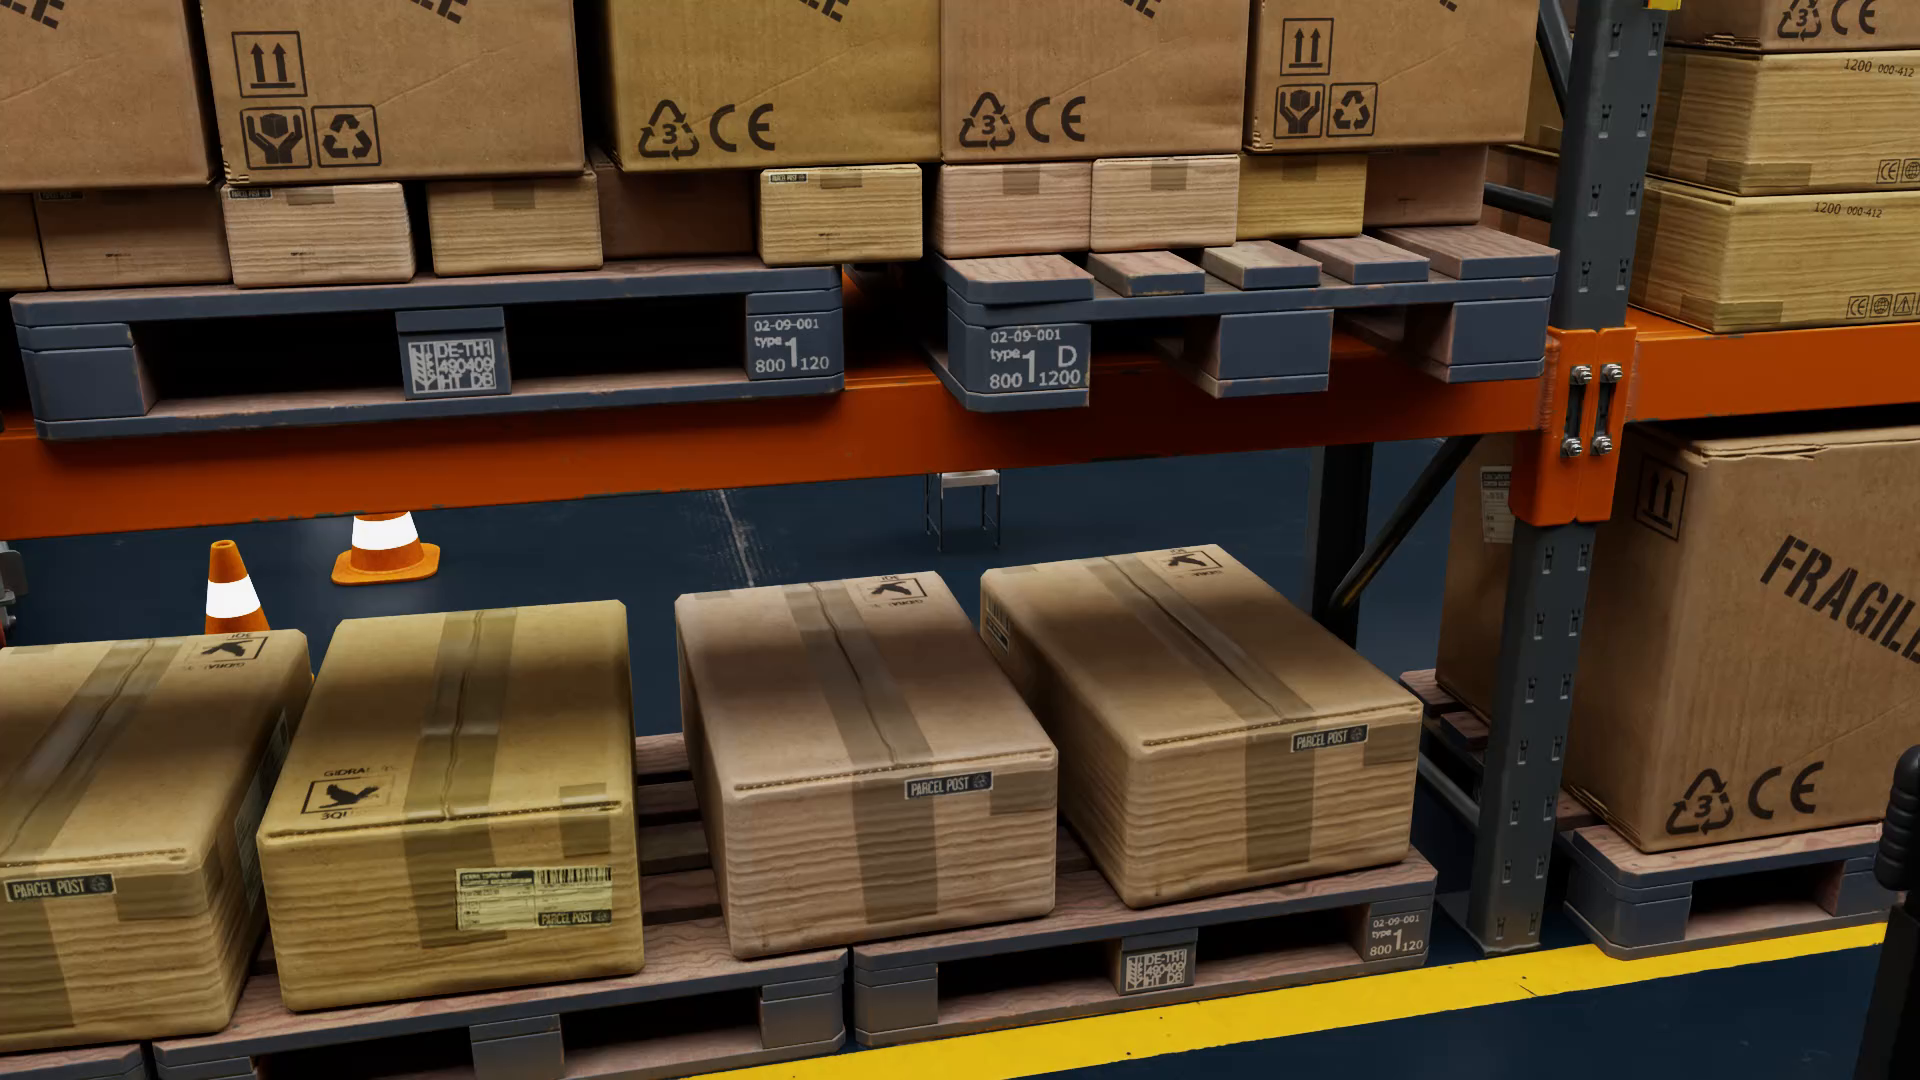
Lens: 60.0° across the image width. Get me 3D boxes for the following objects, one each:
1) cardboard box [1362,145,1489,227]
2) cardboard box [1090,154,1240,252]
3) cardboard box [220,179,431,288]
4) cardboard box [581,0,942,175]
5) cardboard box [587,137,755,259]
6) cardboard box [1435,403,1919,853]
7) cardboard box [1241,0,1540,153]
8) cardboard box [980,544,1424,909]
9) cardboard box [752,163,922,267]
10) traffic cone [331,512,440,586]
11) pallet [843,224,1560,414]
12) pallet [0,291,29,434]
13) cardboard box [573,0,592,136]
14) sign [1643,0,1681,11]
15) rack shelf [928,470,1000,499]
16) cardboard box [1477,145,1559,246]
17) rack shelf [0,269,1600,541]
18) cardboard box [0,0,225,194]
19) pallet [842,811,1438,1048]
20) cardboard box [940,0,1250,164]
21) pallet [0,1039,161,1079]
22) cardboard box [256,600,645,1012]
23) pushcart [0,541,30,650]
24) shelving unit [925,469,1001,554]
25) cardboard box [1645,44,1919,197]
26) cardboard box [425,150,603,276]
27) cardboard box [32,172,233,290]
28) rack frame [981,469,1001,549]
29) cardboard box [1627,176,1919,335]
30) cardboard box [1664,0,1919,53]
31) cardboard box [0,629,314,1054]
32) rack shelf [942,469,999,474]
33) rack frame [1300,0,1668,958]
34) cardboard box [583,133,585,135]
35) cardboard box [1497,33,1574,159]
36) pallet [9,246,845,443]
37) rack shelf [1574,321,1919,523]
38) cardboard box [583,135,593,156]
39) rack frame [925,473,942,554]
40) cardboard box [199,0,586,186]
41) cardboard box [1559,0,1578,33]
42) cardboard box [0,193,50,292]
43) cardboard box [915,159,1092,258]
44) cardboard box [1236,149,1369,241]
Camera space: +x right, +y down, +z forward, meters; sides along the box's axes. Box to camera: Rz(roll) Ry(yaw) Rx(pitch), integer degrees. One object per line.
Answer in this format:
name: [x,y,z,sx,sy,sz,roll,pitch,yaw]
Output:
cardboard box: [0.770,-0.688,3.087,0.250,0.149,0.380,-4,20,-10]
cardboard box: [0.291,-0.608,2.867,0.250,0.149,0.380,-5,21,-13]
cardboard box: [-0.972,-0.508,2.595,0.250,0.149,0.380,-4,20,-10]
cardboard box: [-0.335,-0.883,2.677,0.500,0.500,0.500,-6,21,-16]
cardboard box: [-0.494,-0.586,2.809,0.250,0.149,0.380,-4,21,-12]
cardboard box: [1.726,0.060,3.768,0.875,0.875,0.875,-5,21,-13]
cardboard box: [0.657,-0.968,2.909,0.500,0.500,0.500,-5,21,-14]
cardboard box: [0.483,0.364,3.669,0.625,0.372,0.950,-6,21,-16]
cardboard box: [-0.220,-0.564,2.748,0.250,0.149,0.380,-4,21,-12]
traffic cone: [-1.921,-0.130,5.498,0.334,0.463,0.336,-5,21,-12]
pallet: [0.366,-0.531,3.183,1.003,0.211,1.213,-5,21,-12]
pallet: [-2.080,-0.319,2.603,1.213,0.211,1.003,-5,21,-12]
cardboard box: [-0.477,-1.051,3.136,0.500,0.500,0.500,-4,21,-12]
sign: [1.169,-1.039,2.722,0.005,0.325,0.100,-5,21,-12]
rack shelf: [0.008,-0.223,5.735,0.200,0.077,0.258,-5,21,-12]
cardboard box: [1.467,-0.770,3.774,0.500,0.250,0.500,-5,21,-14]
rack shelf: [-0.911,-0.218,3.093,4.000,0.370,1.077,-5,21,-12]
cardboard box: [-1.364,-0.796,2.439,0.500,0.500,0.500,-5,21,-13]
pallet: [0.274,0.657,3.714,1.213,0.211,1.003,-5,21,-12]
cardboard box: [0.156,-0.924,2.787,0.500,0.500,0.500,-5,21,-13]
pallet: [-2.100,0.850,3.187,1.213,0.211,1.003,-5,21,-12]
cardboard box: [-0.973,0.484,3.343,0.625,0.372,0.950,-4,20,-11]
pushcart: [-3.431,0.075,5.061,0.936,0.377,1.648,-13,24,-31]
shelving unit: [0.008,-0.423,5.662,0.210,0.900,0.258,-5,21,-12]
cardboard box: [1.585,-0.835,3.225,0.500,0.250,0.500,-5,21,-13]
cardboard box: [-0.719,-0.539,2.680,0.250,0.149,0.380,-5,21,-14]
cardboard box: [-1.243,-0.504,2.585,0.250,0.149,0.380,-4,21,-12]
rack frame: [0.107,-0.431,5.684,0.006,0.900,0.240,-5,21,-12]
cardboard box: [1.569,-0.598,3.303,0.500,0.250,0.500,-5,21,-13]
cardboard box: [1.571,-1.187,3.096,0.500,0.500,0.500,-5,21,-14]
cardboard box: [-1.649,0.539,3.191,0.625,0.372,0.950,-3,20,-9]
rack shelf: [0.008,-0.307,5.704,0.200,0.077,0.258,-5,21,-12]
rack frame: [1.035,-0.714,3.402,0.127,3.000,1.000,-5,21,-12]
cardboard box: [-0.965,-1.014,3.035,0.500,0.500,0.500,-5,21,-15]
cardboard box: [1.448,-1.001,3.678,0.500,0.250,0.500,-5,21,-13]
pallet: [-0.882,-0.453,2.970,1.213,0.211,1.003,-5,21,-12]
rack shelf: [2.981,-0.534,3.958,4.000,0.370,1.077,-5,21,-12]
cardboard box: [-0.639,-0.717,3.164,0.250,0.149,0.380,-4,20,-10]
rack frame: [-0.091,-0.415,5.640,0.006,0.900,0.240,-5,21,-12]
cardboard box: [-0.866,-0.841,2.560,0.500,0.500,0.500,-6,21,-15]
cardboard box: [1.478,-1.359,3.563,0.500,0.500,0.500,-5,21,-14]
cardboard box: [-1.484,-0.485,2.534,0.250,0.149,0.380,-4,21,-12]
cardboard box: [0.044,-0.591,2.820,0.250,0.149,0.380,-6,21,-15]
cardboard box: [0.526,-0.643,2.963,0.250,0.149,0.380,-4,21,-12]
